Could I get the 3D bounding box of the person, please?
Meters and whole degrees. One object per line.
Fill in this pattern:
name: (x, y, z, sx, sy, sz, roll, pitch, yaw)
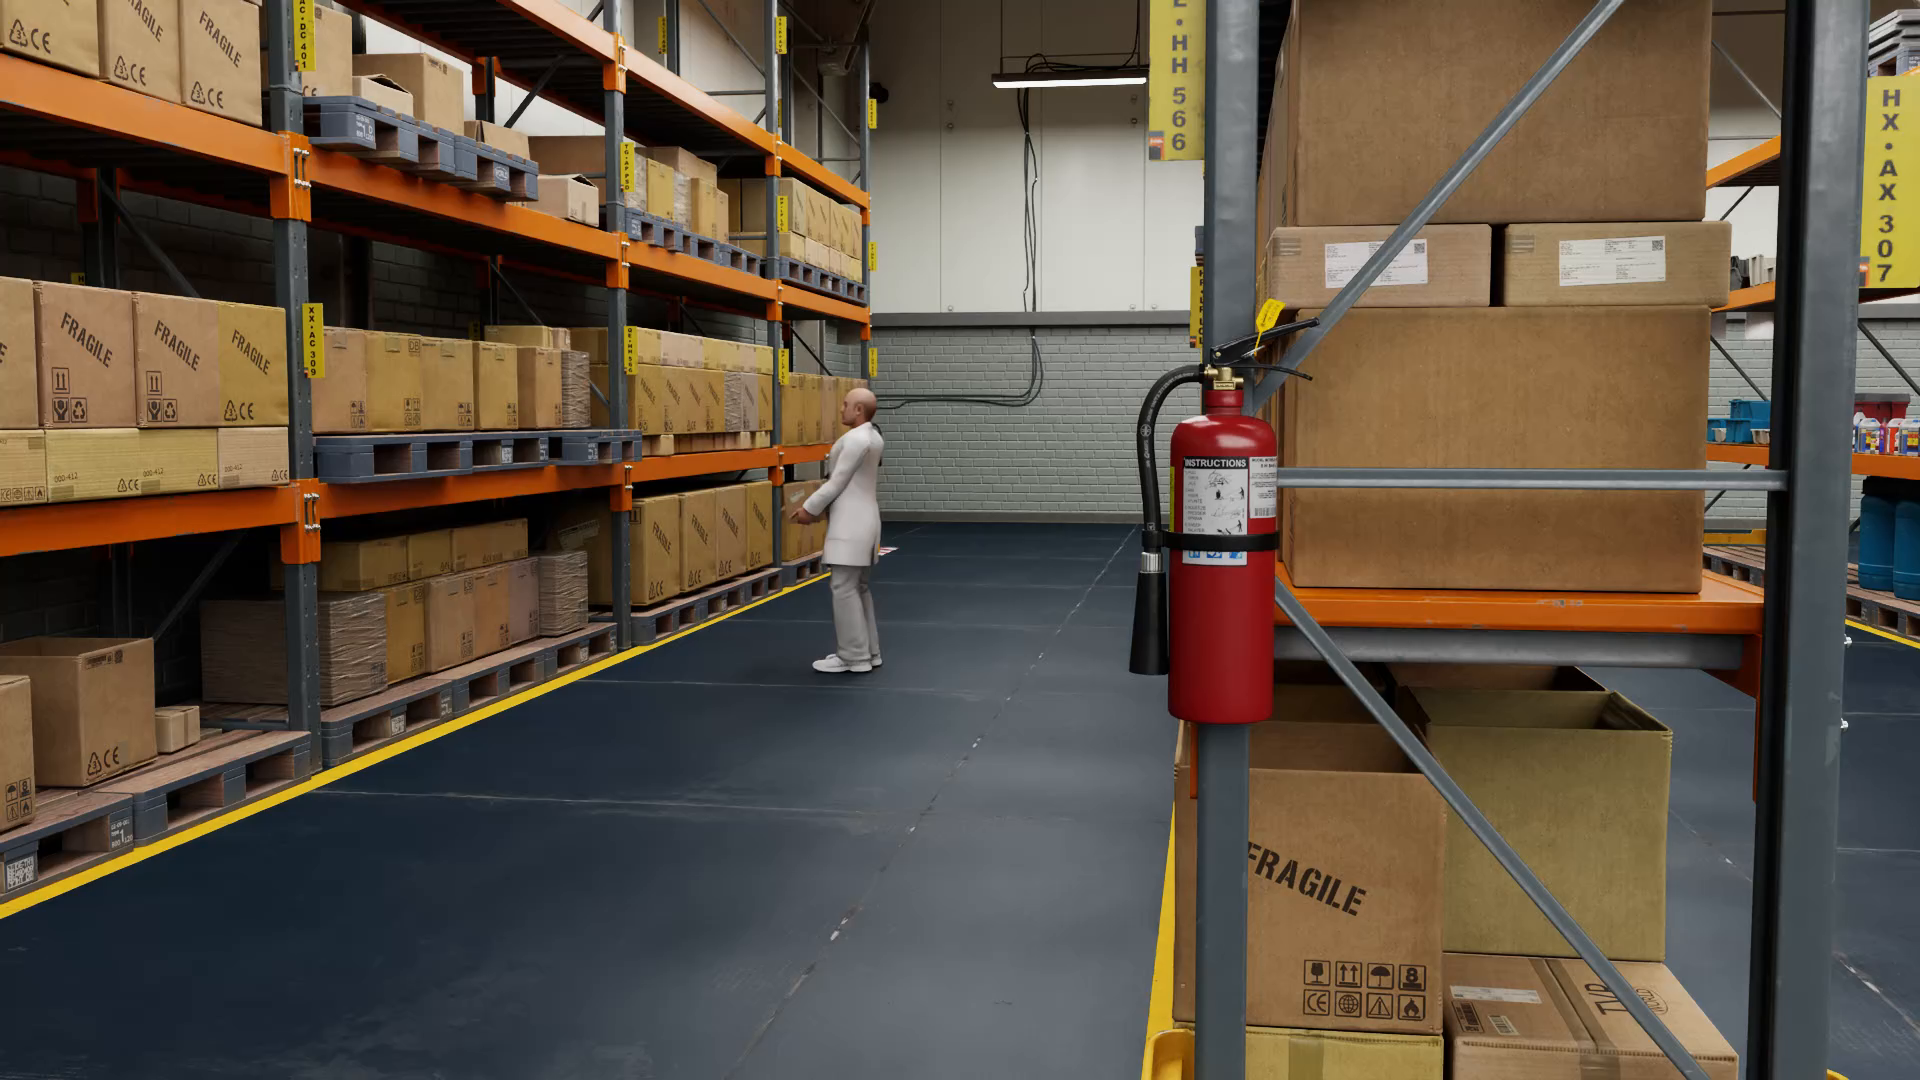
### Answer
person: (-0.775, -0.066, 10.487, 0.548, 1.775, 0.528, 1, 4, 9)
